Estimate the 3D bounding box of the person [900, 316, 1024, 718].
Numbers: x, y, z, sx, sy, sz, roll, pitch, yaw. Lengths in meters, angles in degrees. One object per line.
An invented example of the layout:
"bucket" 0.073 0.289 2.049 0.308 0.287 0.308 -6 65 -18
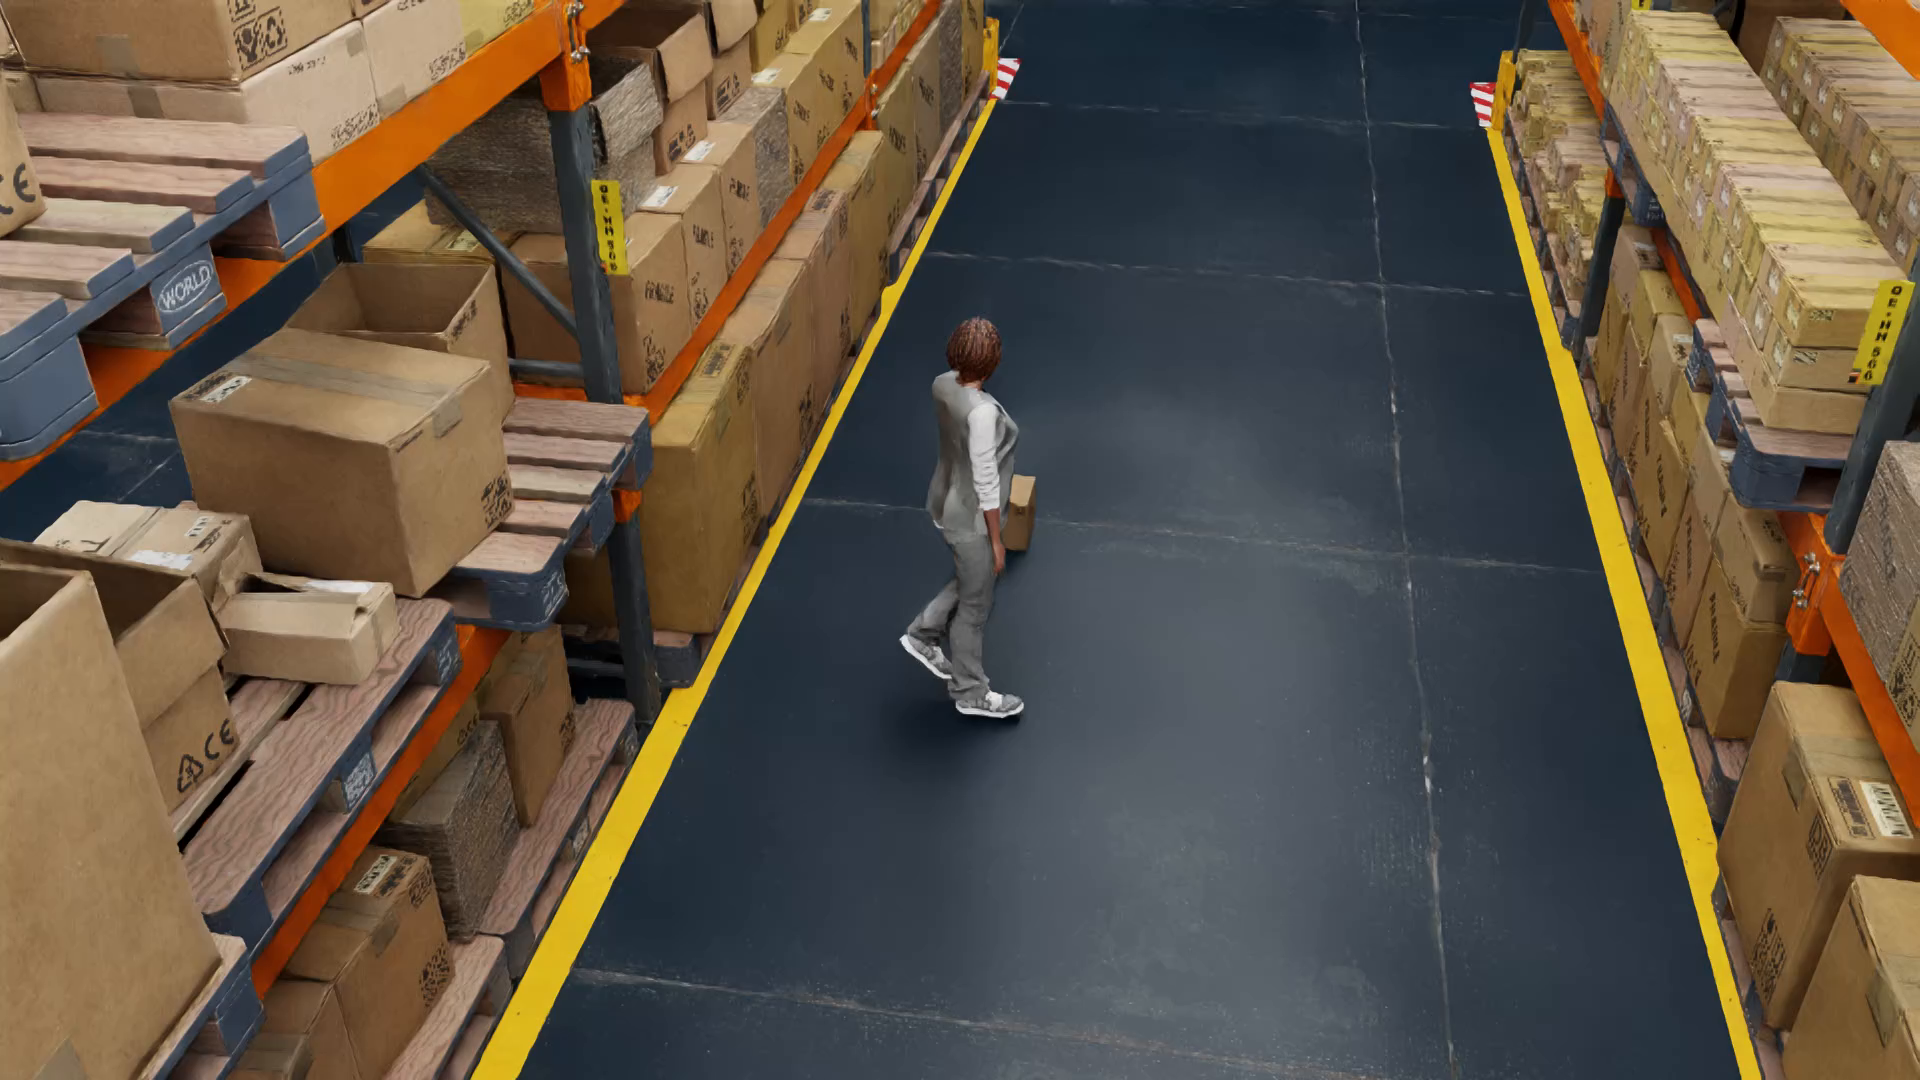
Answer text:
"person" 0.000 -0.071 6.250 0.452 1.566 0.511 -10 34 -15
